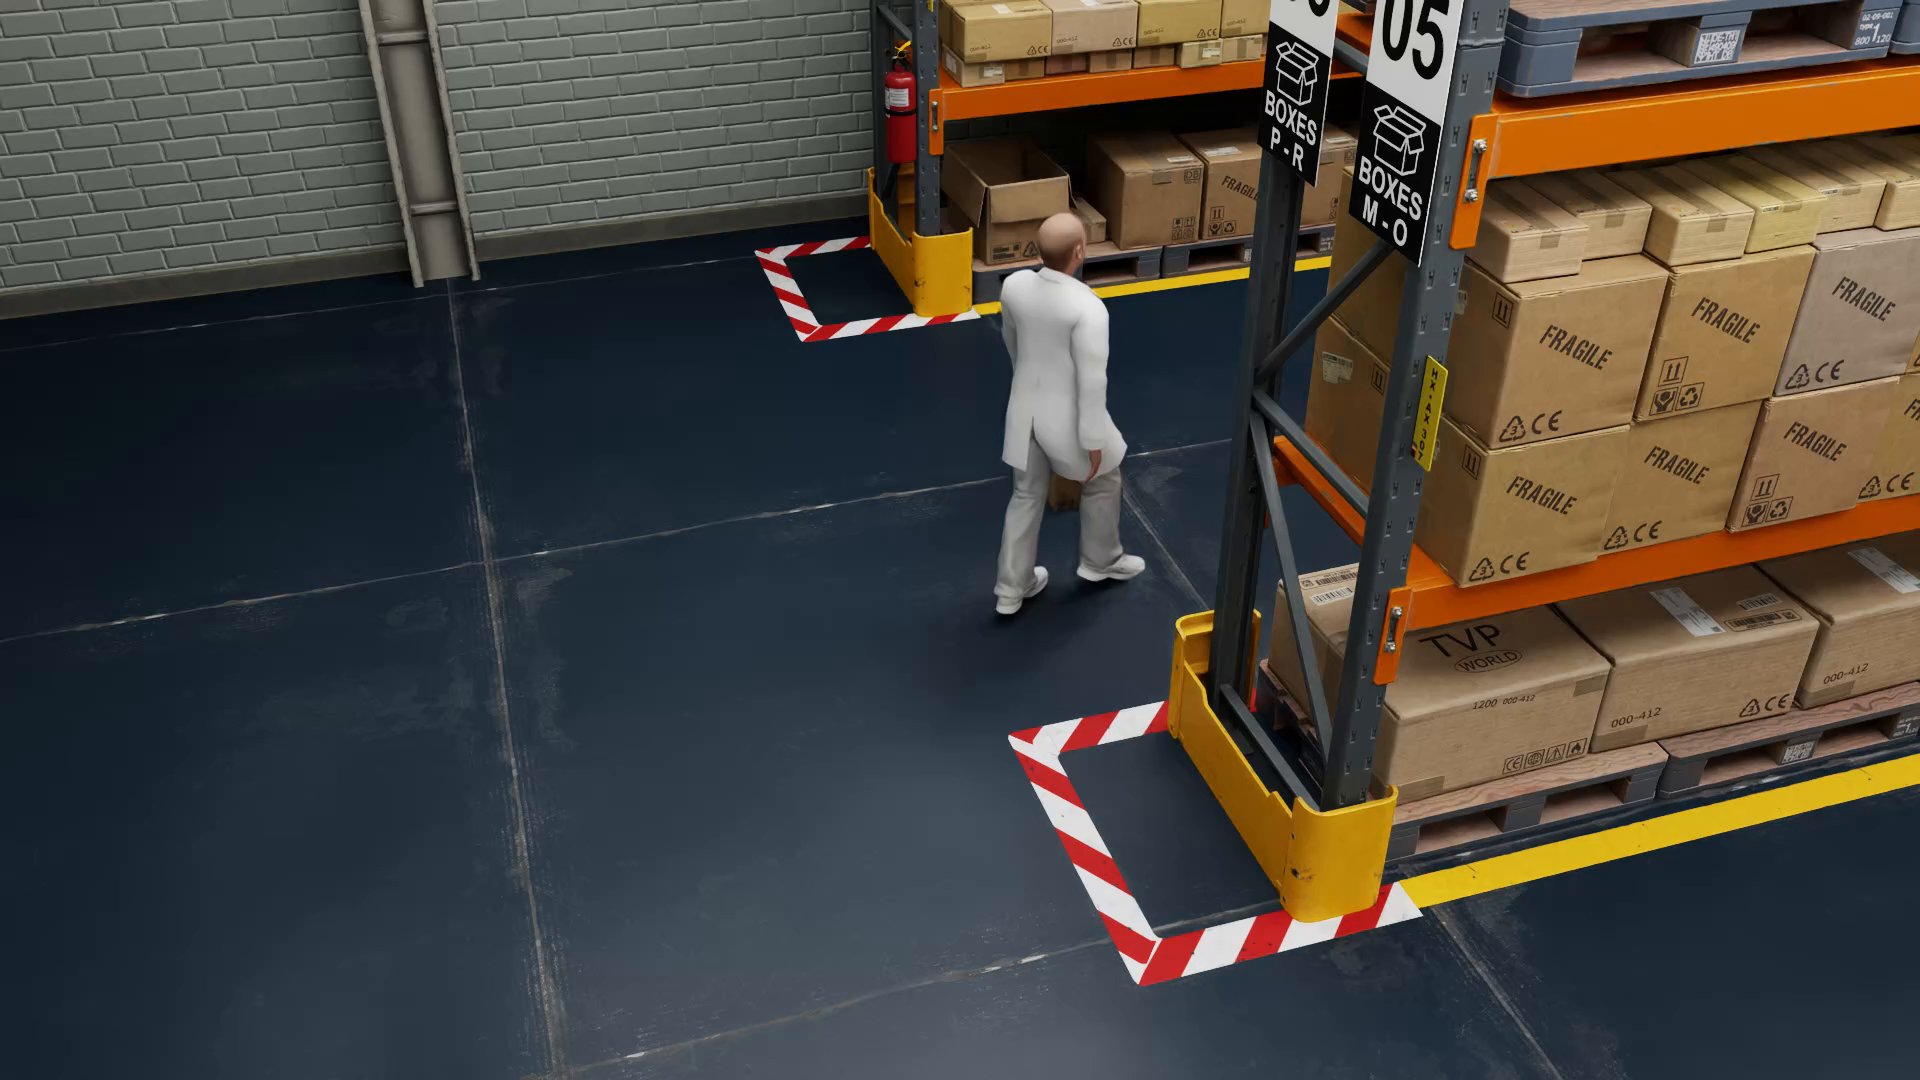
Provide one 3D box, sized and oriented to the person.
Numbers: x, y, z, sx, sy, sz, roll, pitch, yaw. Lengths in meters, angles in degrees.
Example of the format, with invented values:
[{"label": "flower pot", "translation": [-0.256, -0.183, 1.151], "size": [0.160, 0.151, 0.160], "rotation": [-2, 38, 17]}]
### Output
[{"label": "person", "translation": [0.437, -0.537, 6.969], "size": [0.669, 1.798, 0.783], "rotation": [25, 41, 33]}]
